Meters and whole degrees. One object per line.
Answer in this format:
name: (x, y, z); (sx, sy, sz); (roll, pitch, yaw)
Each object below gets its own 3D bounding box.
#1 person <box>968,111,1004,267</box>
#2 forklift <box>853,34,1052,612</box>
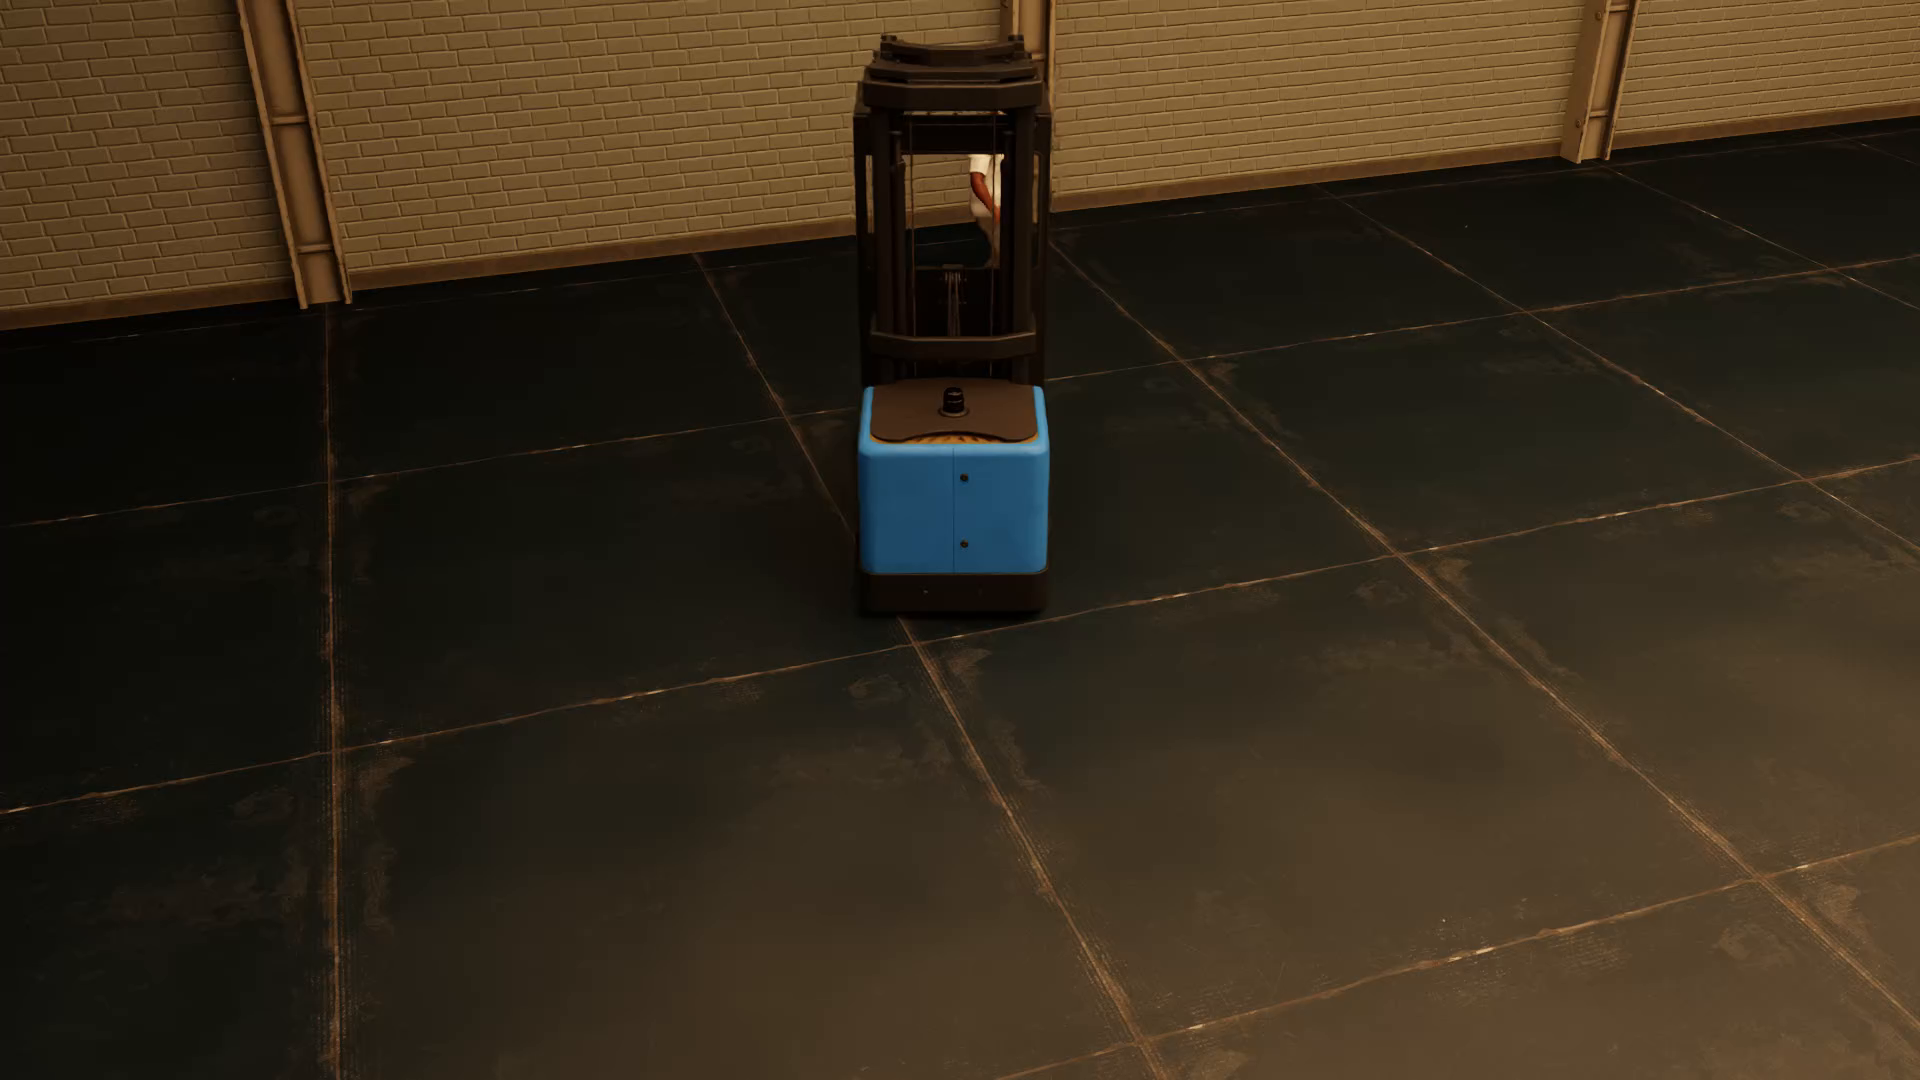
person: (0.320, -2.518, 12.658); (0.514, 1.741, 0.789); (0, 30, 0)
forklift: (-0.045, -1.568, 9.811); (1.130, 2.935, 3.031); (0, 30, 0)
